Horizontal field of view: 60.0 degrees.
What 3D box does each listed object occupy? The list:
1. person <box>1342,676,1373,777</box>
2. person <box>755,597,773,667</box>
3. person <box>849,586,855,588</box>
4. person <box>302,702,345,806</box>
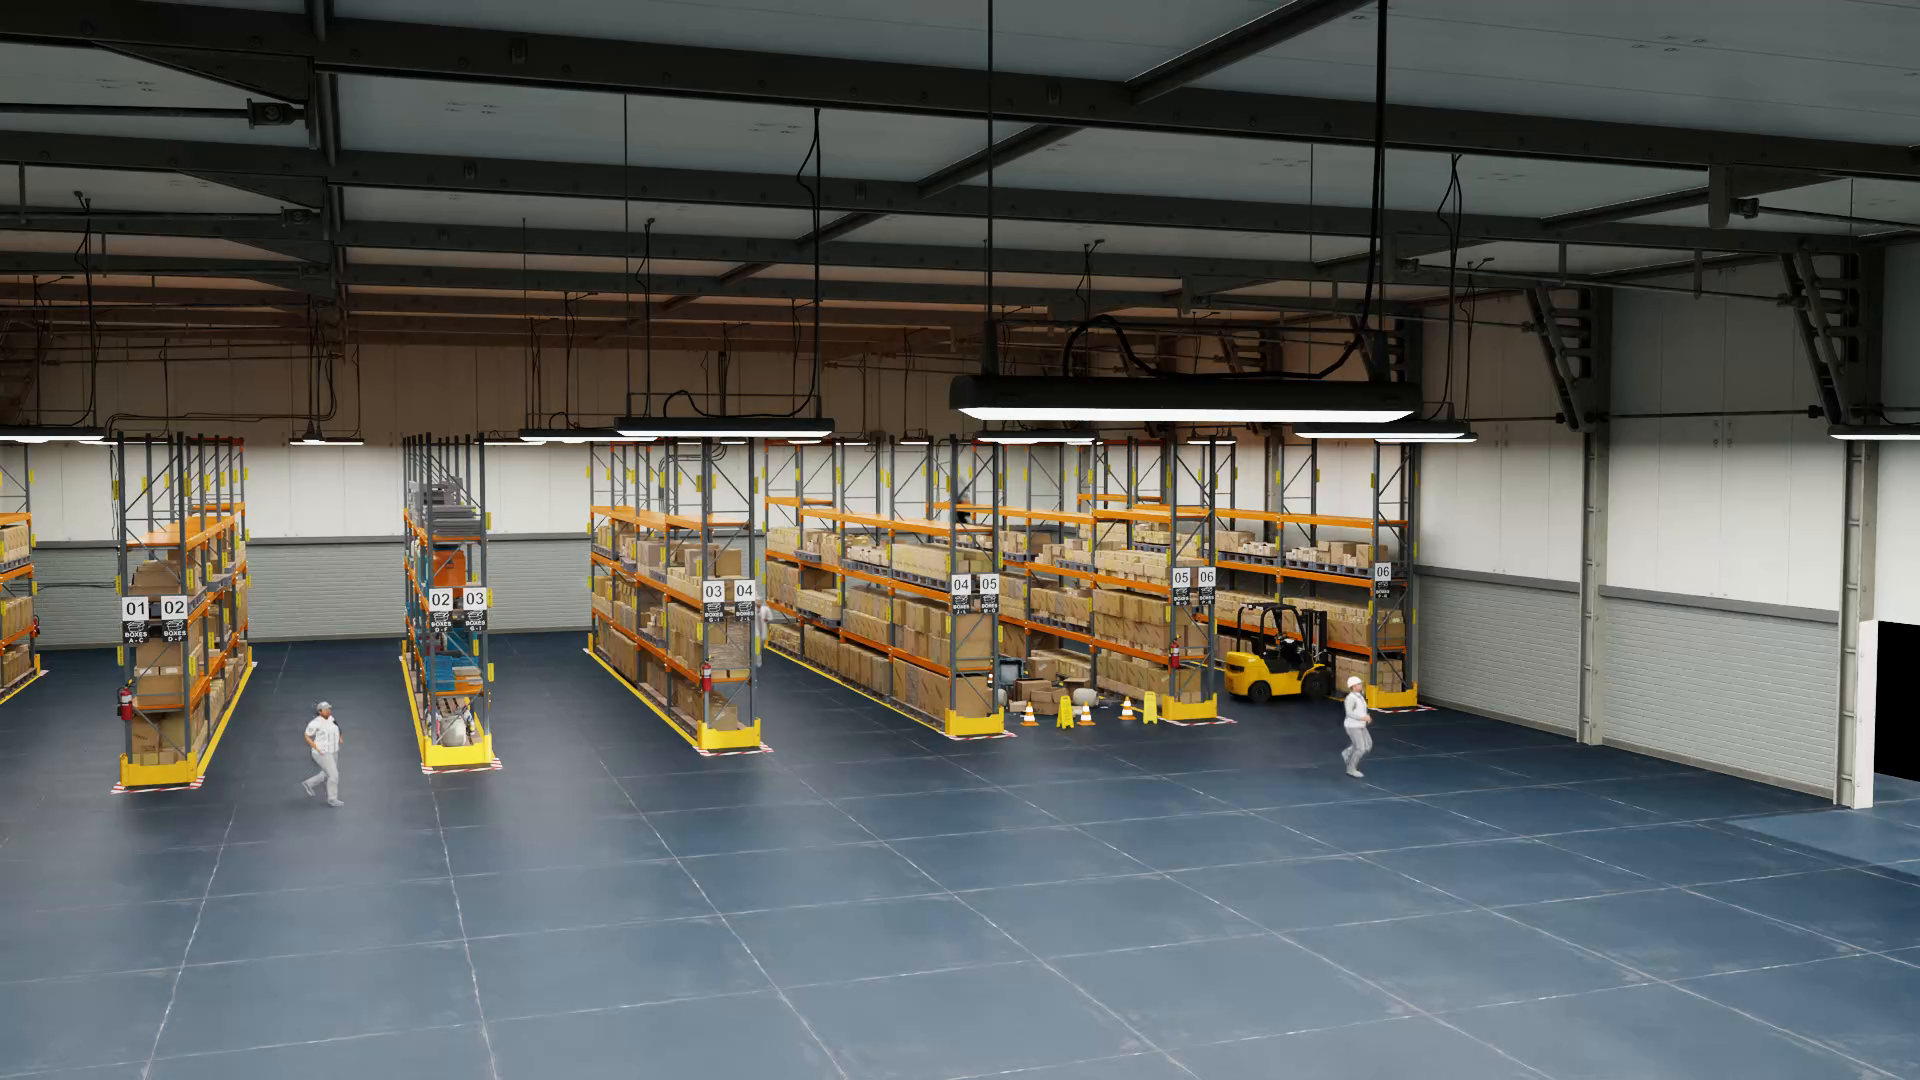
[{"bbox_3d":[6.929,3.248,29.031,0.591,1.738,0.698,2,4,31],"label":"person"},{"bbox_3d":[-5.275,2.407,43.878,0.688,1.789,0.987,-1,3,-15],"label":"person"},{"bbox_3d":[-3.225,2.165,50.272,0.651,1.565,0.536,-2,4,-29],"label":"person"},{"bbox_3d":[-10.237,3.427,26.745,0.748,1.668,0.601,1,3,14],"label":"person"}]
